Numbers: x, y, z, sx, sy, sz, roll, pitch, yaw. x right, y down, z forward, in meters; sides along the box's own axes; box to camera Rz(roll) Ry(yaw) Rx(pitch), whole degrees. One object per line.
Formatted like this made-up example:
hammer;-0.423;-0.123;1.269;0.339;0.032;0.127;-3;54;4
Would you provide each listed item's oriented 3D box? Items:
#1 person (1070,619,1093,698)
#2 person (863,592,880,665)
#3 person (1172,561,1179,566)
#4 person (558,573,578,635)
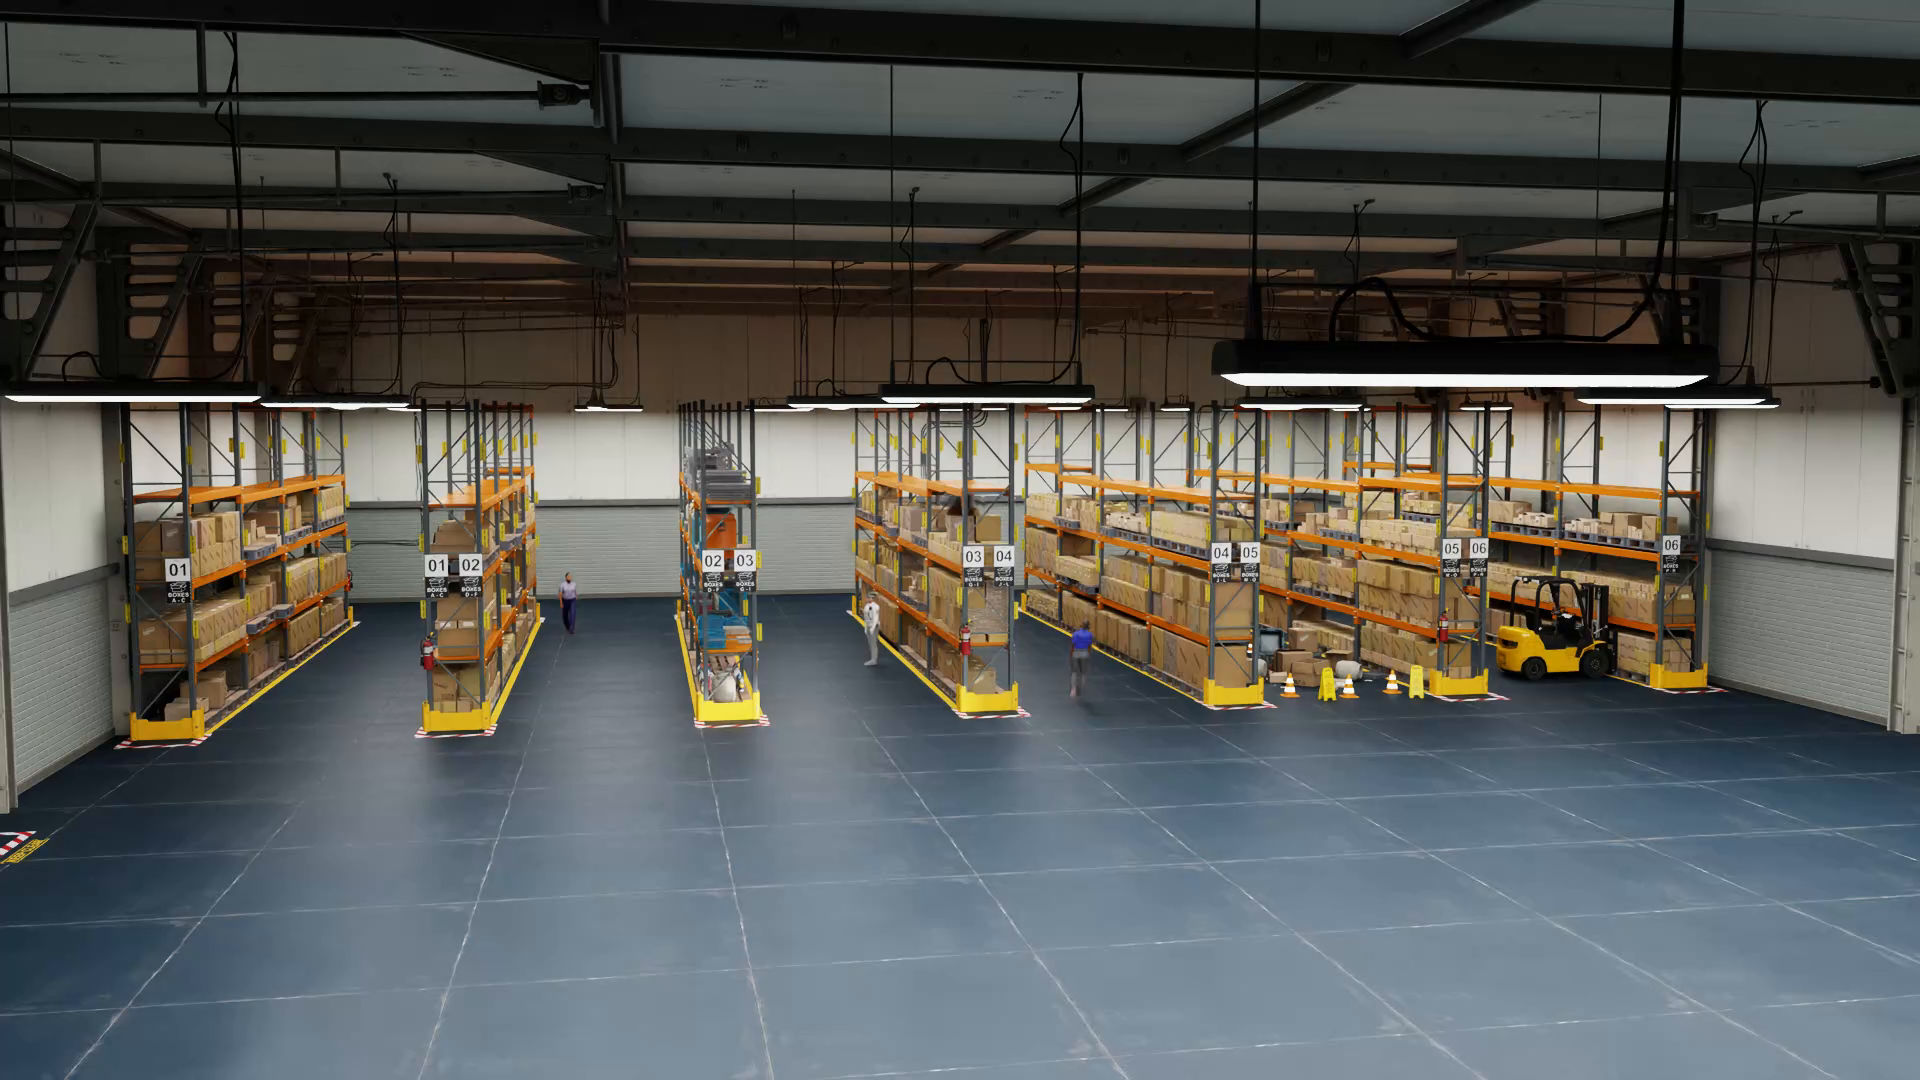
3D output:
person;2.439;2.380;33.397;0.462;1.622;0.508;1;4;16
person;-2.044;2.016;37.949;0.396;1.688;0.498;-3;5;-35
person;6.043;1.310;46.909;0.618;1.789;0.573;-1;5;-19
person;-10.227;1.649;43.400;0.466;1.606;0.929;0;4;-5
